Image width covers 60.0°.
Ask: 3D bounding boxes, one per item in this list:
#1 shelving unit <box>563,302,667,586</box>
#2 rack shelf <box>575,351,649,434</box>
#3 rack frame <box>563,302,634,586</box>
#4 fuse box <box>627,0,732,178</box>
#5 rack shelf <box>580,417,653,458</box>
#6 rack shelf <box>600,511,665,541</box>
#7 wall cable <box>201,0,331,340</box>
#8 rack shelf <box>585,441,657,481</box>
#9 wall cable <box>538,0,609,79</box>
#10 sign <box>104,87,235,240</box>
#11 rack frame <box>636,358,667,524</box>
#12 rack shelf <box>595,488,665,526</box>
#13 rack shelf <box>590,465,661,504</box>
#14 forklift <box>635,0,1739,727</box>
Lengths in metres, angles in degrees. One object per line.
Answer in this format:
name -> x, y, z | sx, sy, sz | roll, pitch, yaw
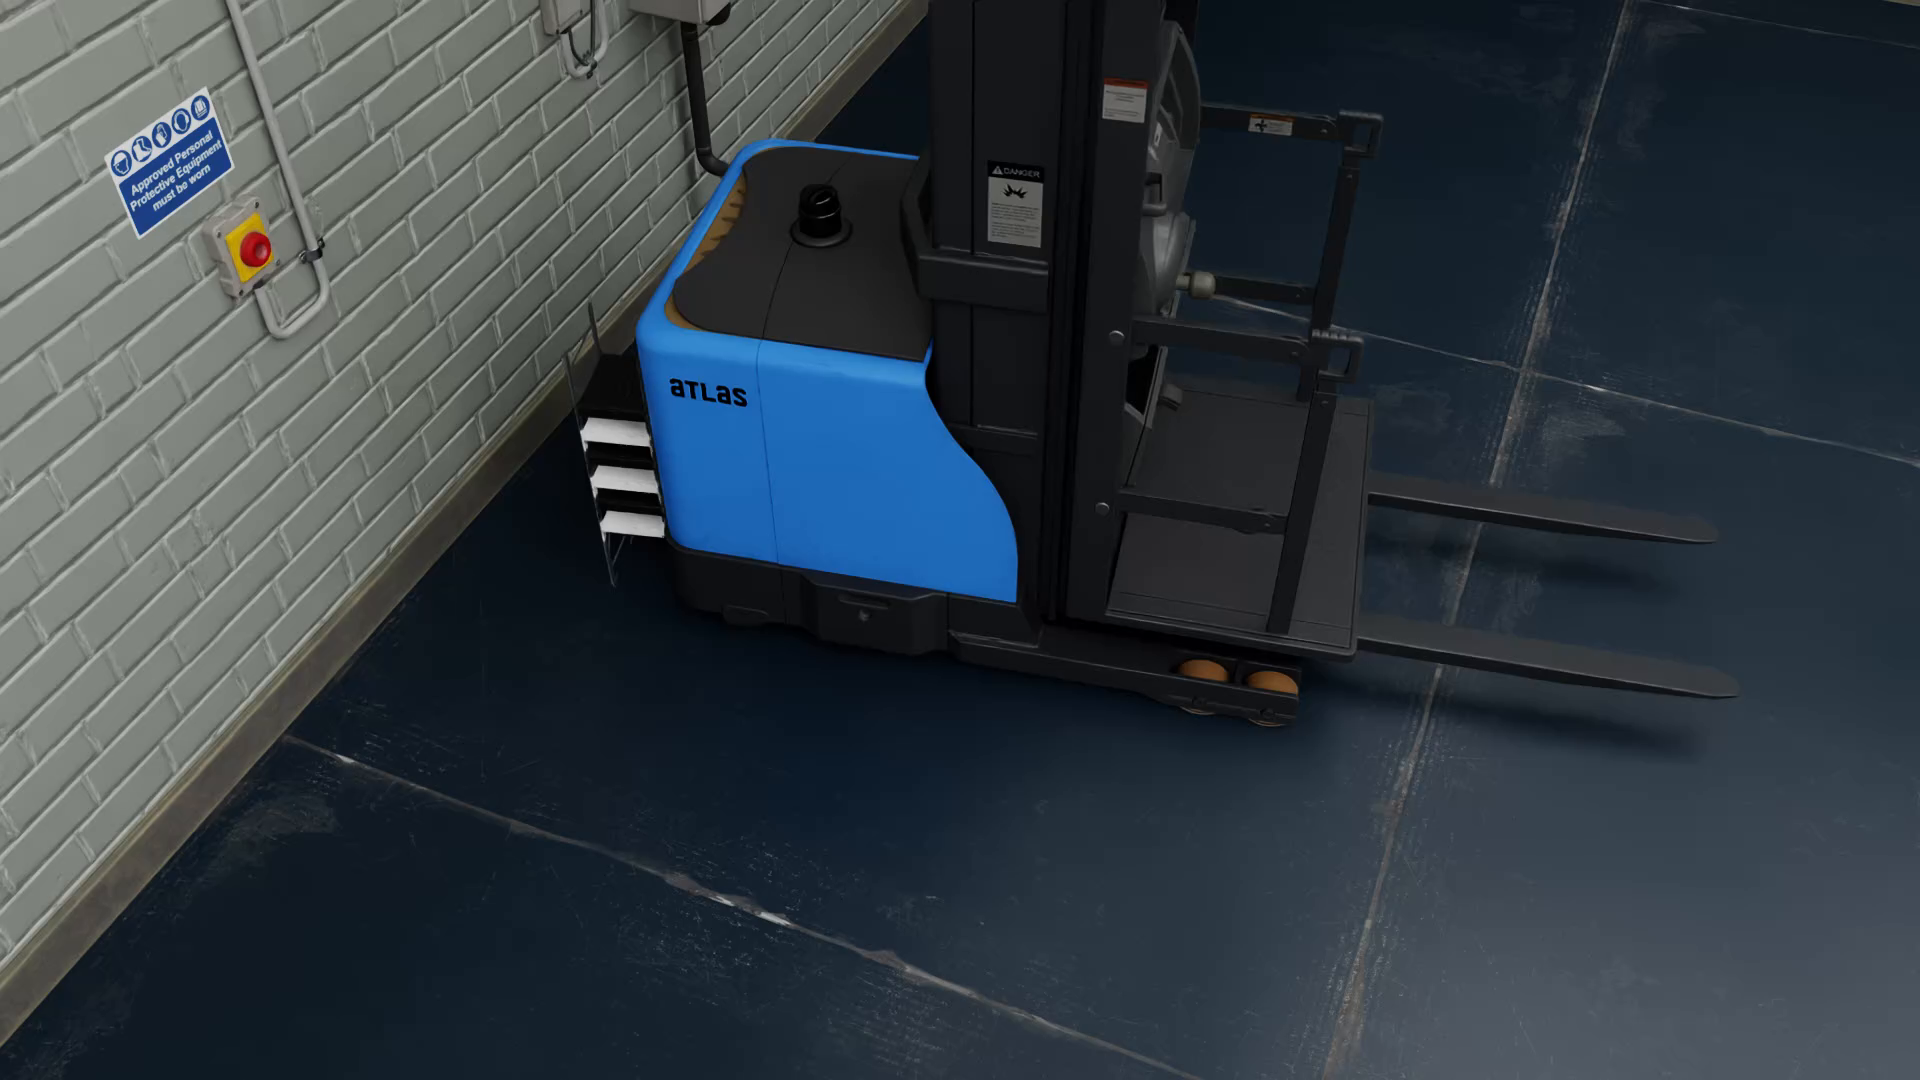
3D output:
shelving unit -> -0.948, -0.251, 4.864 | 0.210, 0.900, 0.258 | 6, 45, 6
rack shelf -> -0.948, -0.418, 4.697 | 0.200, 0.077, 0.258 | 6, 45, 6
rack frame -> -1.049, -0.261, 4.874 | 0.006, 0.900, 0.240 | 6, 45, 6
fuse box -> -0.781, -1.652, 5.697 | 0.414, 1.711, 0.539 | 16, 47, 16
rack shelf -> -0.948, -0.355, 4.760 | 0.200, 0.077, 0.258 | 6, 45, 6
rack shelf -> -0.948, -0.099, 5.014 | 0.200, 0.077, 0.258 | 6, 45, 6
wall cable -> -1.724, -1.152, 3.539 | 0.123, 1.953, 0.585 | 16, 47, 16
rack shelf -> -0.948, -0.291, 4.824 | 0.200, 0.077, 0.258 | 6, 45, 6
wall cable -> -1.189, -2.068, 4.481 | 0.122, 1.984, 0.588 | 16, 47, 16
sign -> -1.799, -0.862, 3.798 | 0.001, 0.218, 0.327 | 16, 47, 16
rack frame -> -0.847, -0.240, 4.854 | 0.006, 0.900, 0.240 | 6, 45, 6
rack shelf -> -0.948, -0.163, 4.951 | 0.200, 0.077, 0.258 | 6, 45, 6
rack shelf -> -0.948, -0.227, 4.887 | 0.200, 0.077, 0.258 | 6, 45, 6
forklift -> 0.711, -0.923, 4.100 | 3.031, 2.935, 1.130 | 9, 46, 9
